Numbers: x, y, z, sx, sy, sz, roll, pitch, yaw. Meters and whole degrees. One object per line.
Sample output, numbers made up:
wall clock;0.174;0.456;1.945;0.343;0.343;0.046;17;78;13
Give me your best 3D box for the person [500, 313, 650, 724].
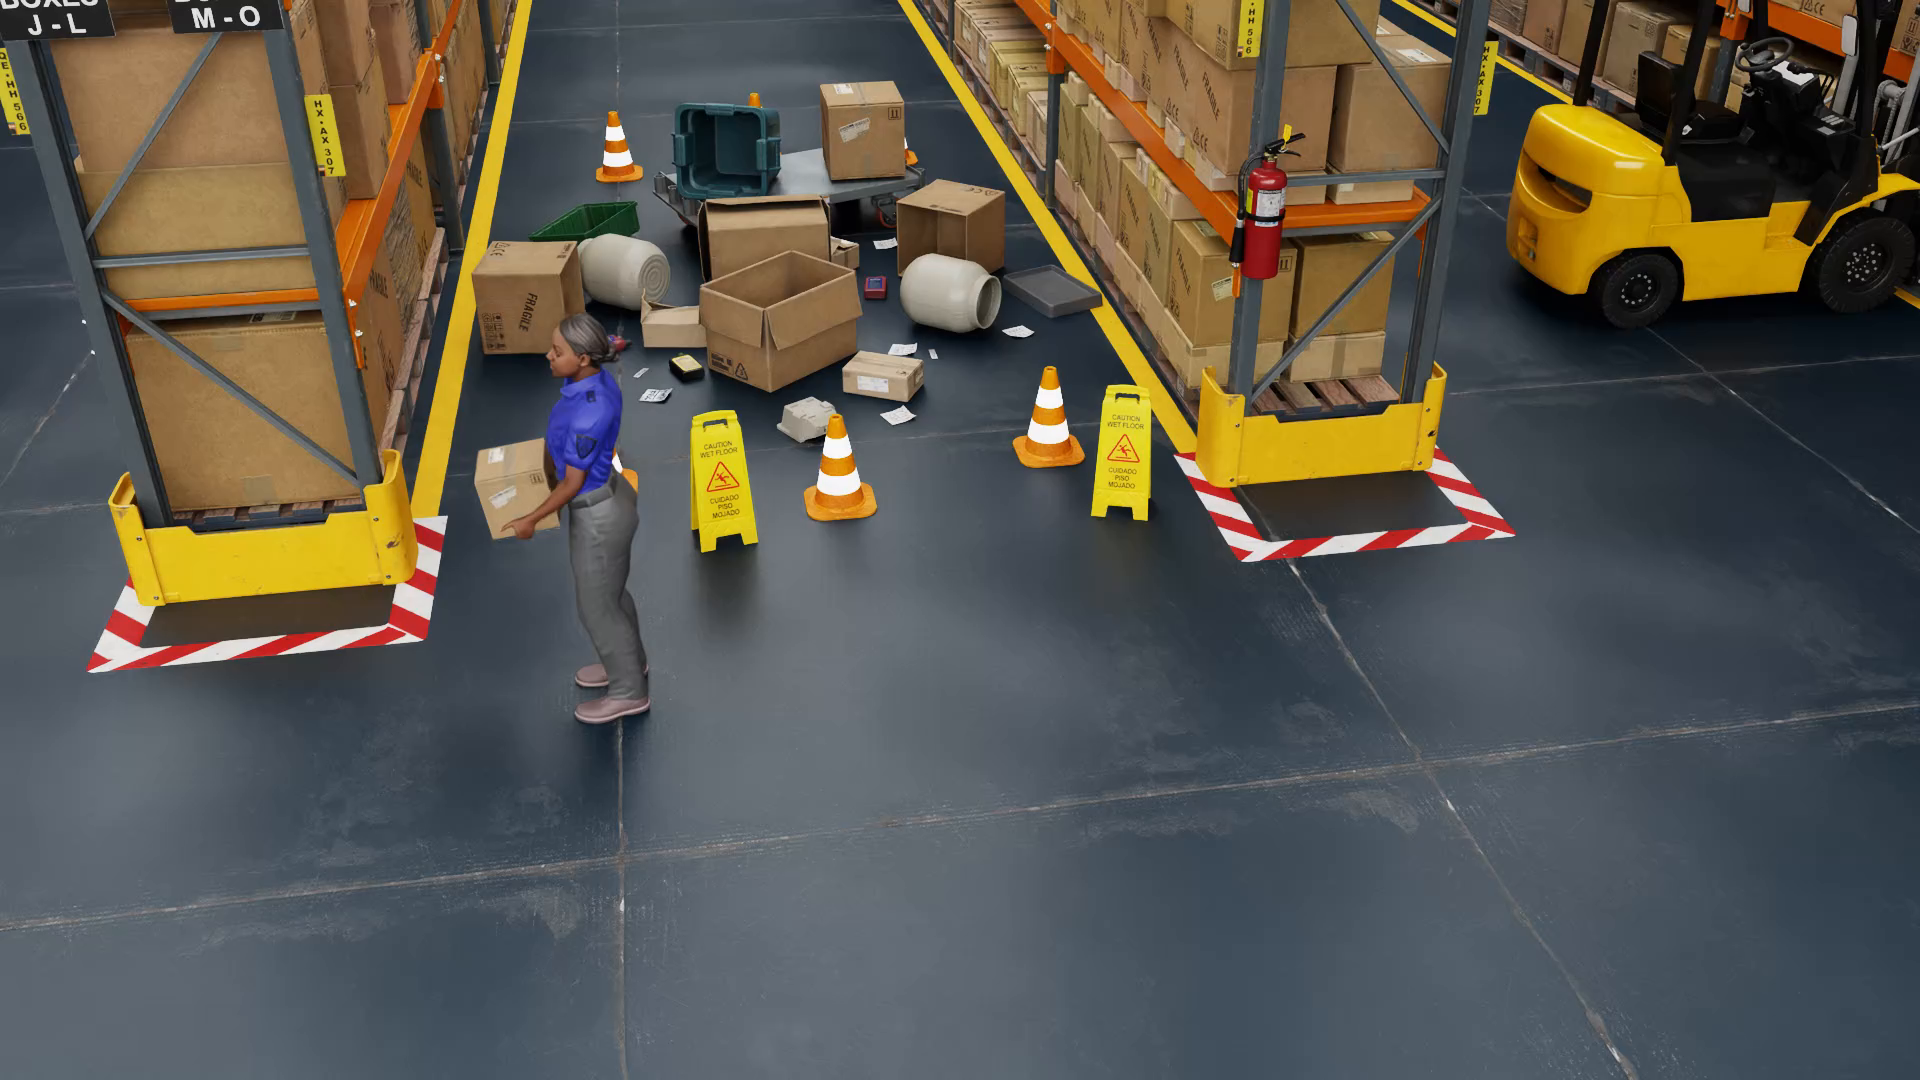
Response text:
person;-1.464;-0.074;6.270;0.502;1.656;0.441;-5;31;-9
